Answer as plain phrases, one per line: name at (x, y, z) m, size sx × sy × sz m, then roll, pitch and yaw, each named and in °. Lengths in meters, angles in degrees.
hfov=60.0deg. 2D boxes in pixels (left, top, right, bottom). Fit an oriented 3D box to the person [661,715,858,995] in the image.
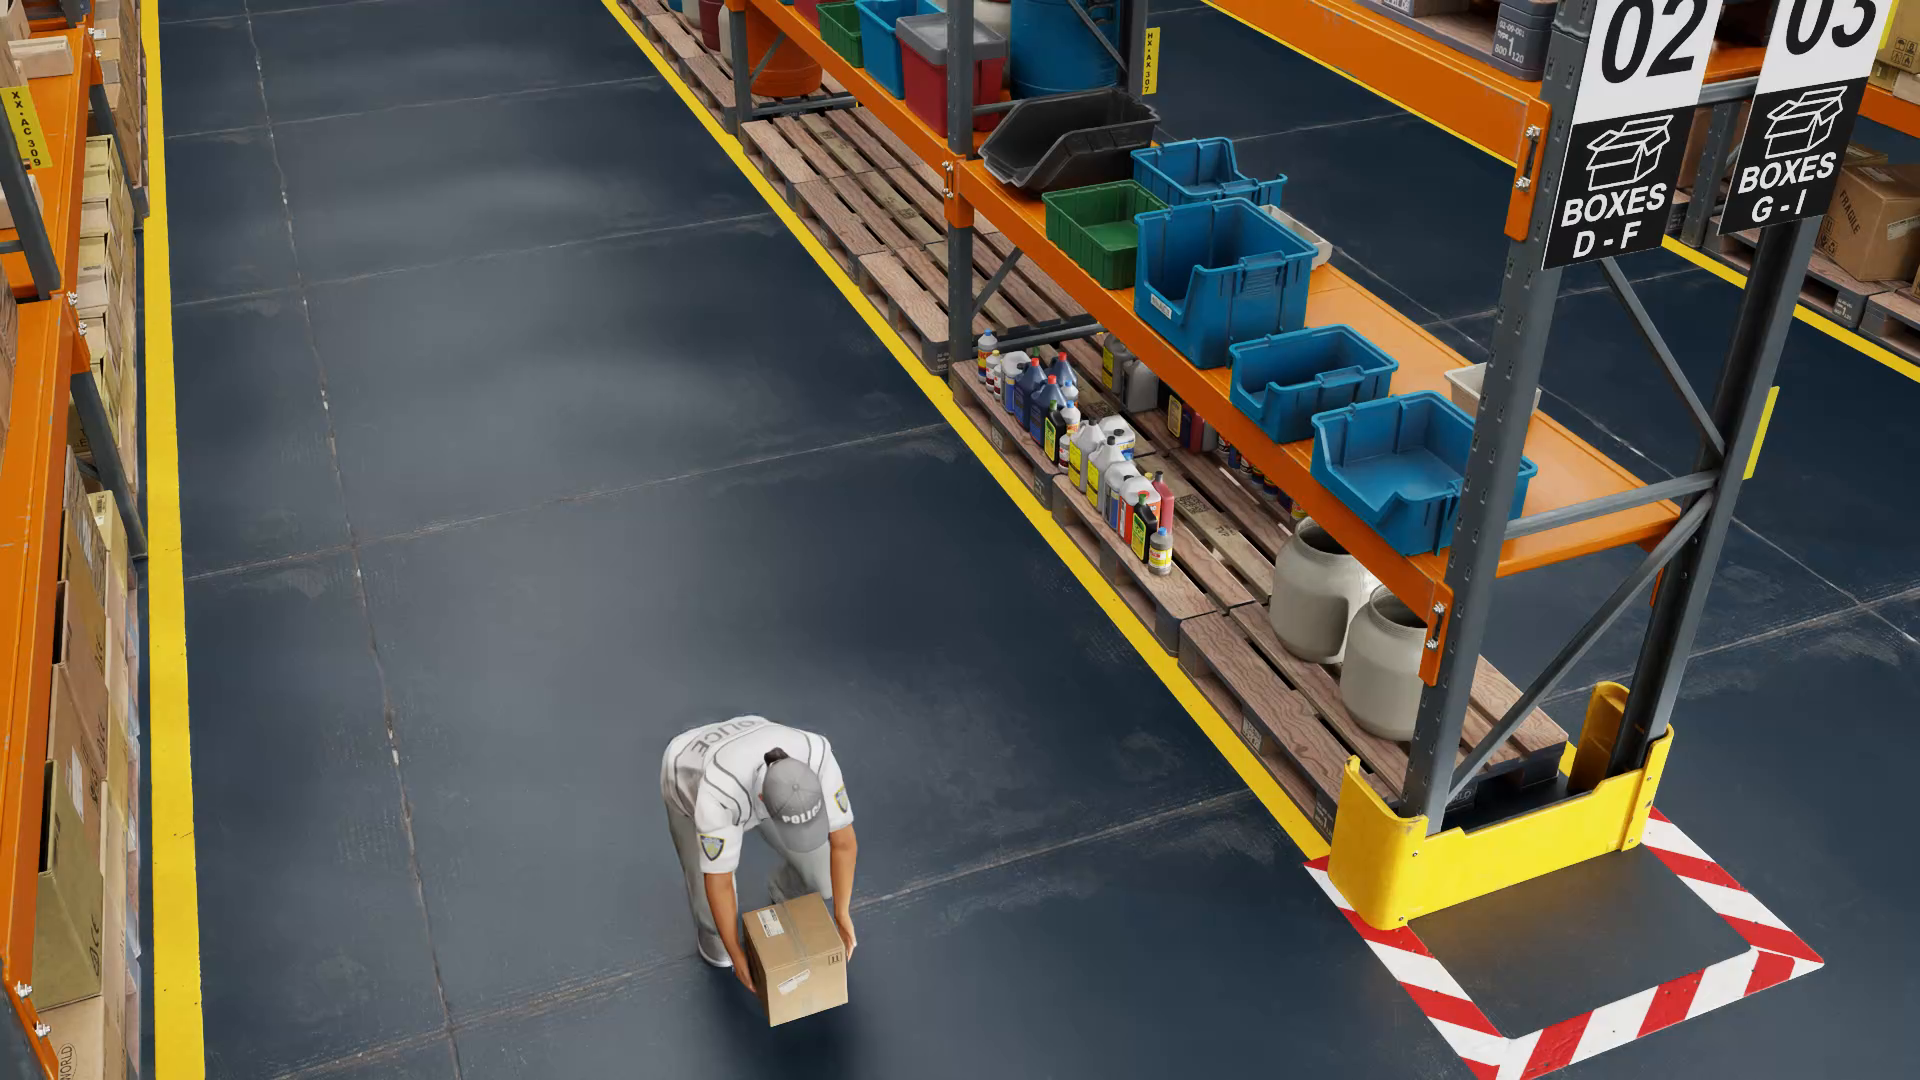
person at (-0.643, 0.934, 5.325) m, size 0.525 × 1.021 × 0.836 m, roll -13°, pitch 36°, yaw -19°
